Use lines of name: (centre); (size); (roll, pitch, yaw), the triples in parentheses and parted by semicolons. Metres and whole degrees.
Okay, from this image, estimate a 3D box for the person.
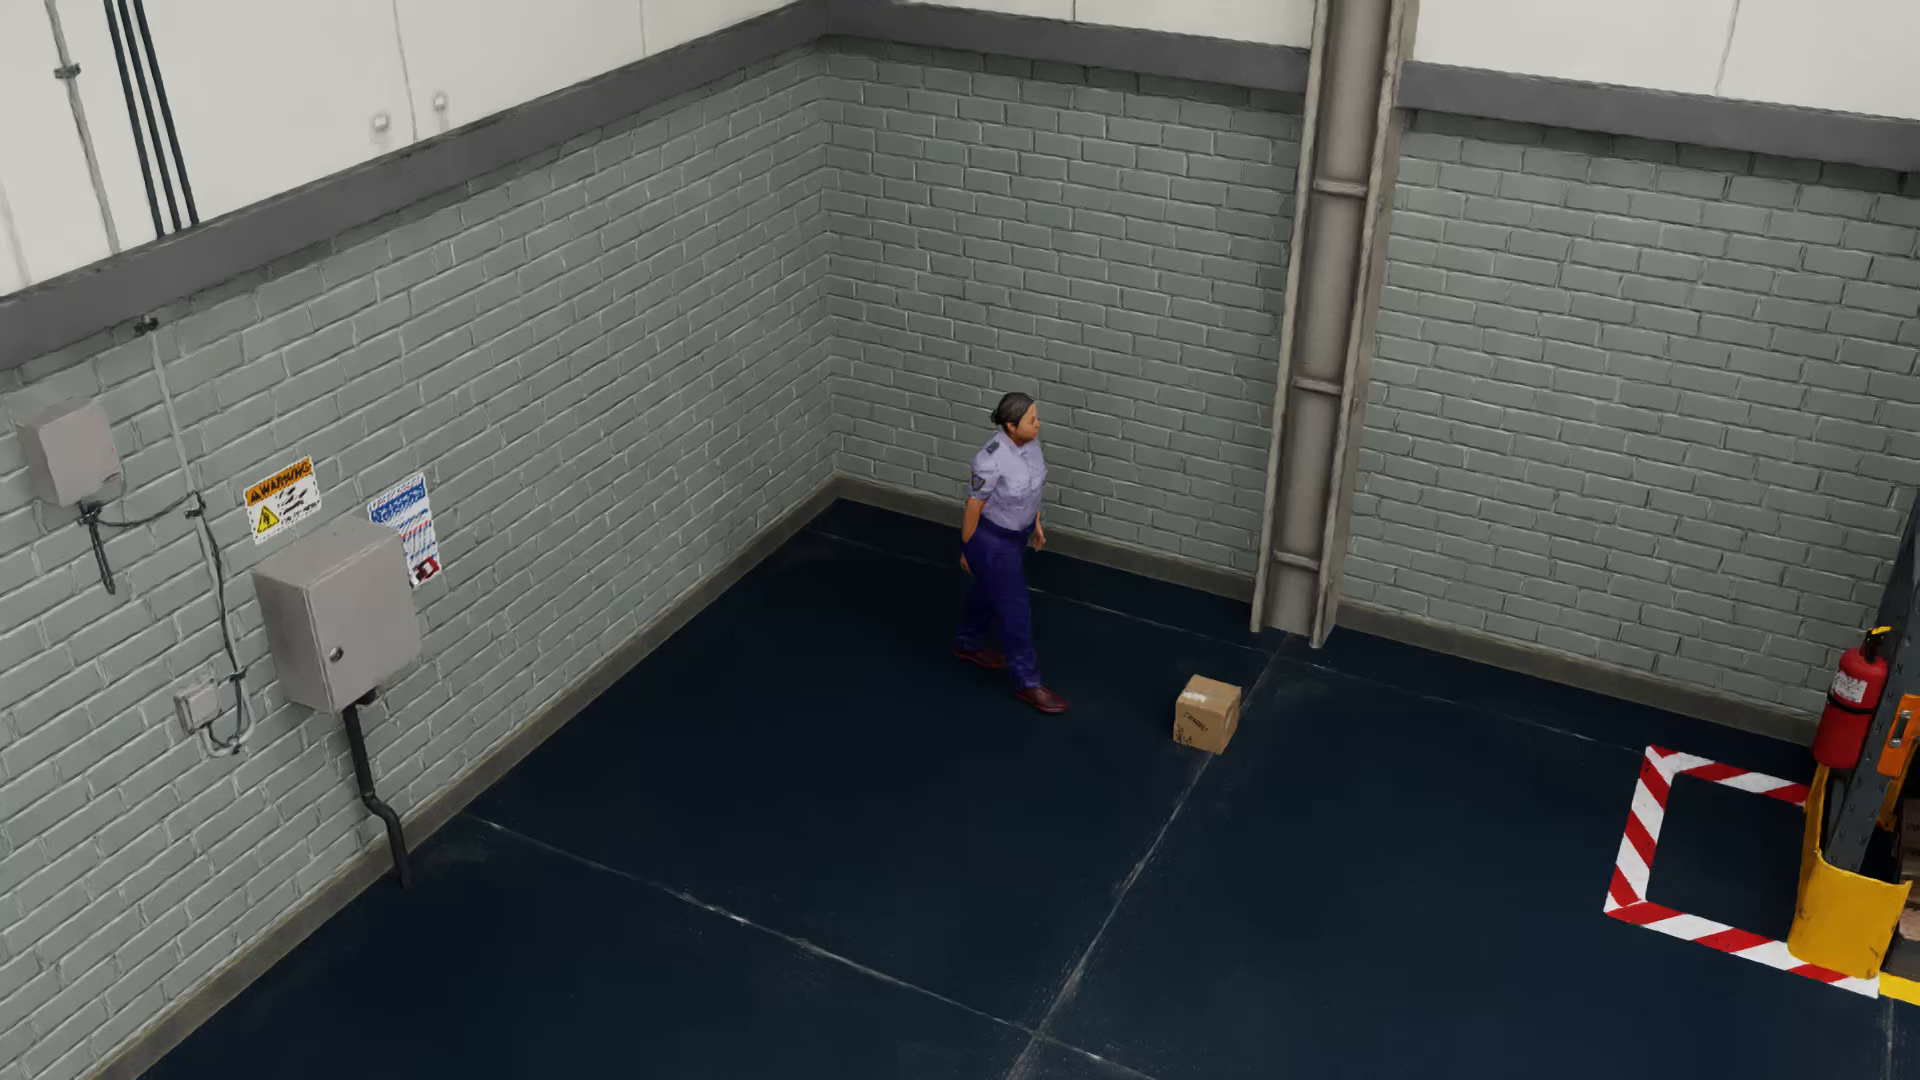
person: (0.283, 0.003, 8.279); (0.750, 1.626, 0.506); (13, 33, 21)
